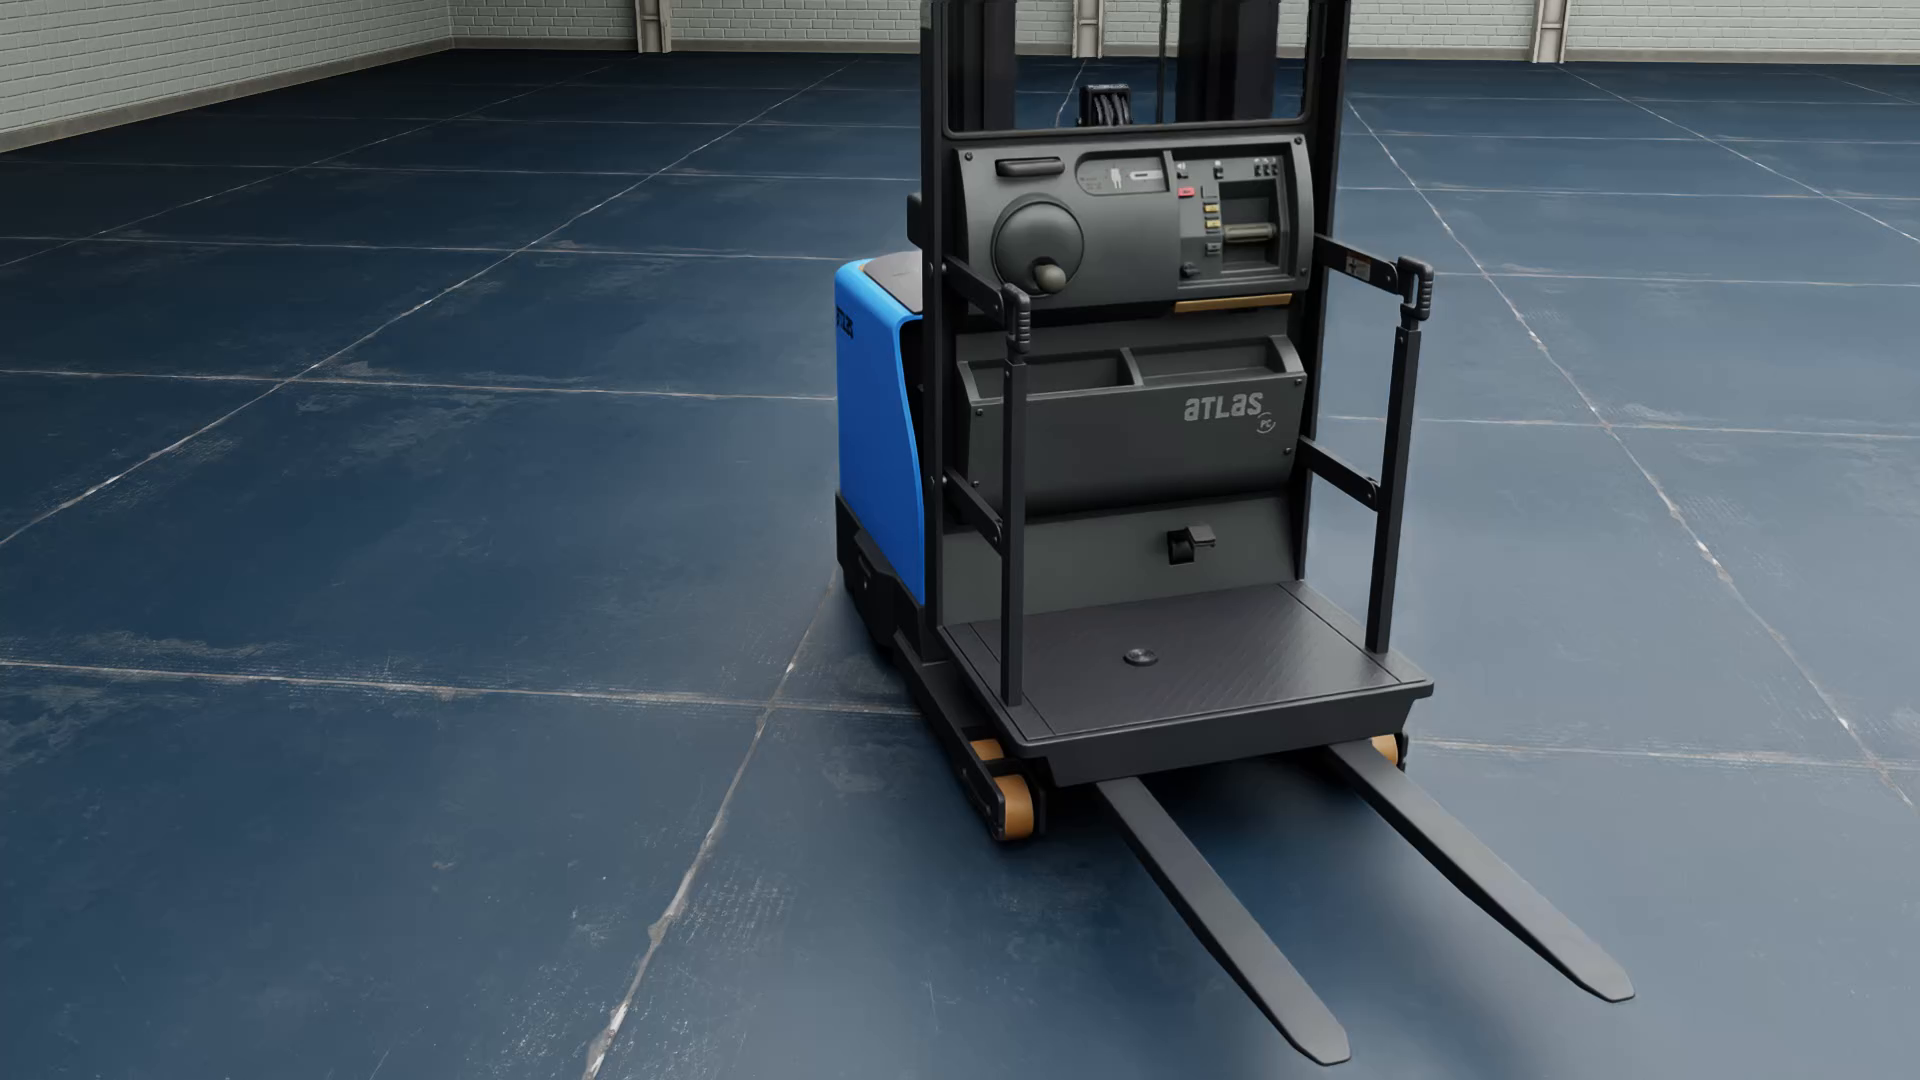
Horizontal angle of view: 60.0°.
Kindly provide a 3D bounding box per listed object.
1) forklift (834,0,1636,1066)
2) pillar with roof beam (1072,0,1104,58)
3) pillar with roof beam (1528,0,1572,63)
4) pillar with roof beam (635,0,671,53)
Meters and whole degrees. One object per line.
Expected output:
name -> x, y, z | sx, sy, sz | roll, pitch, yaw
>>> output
forklift -> 0.514, -0.788, 3.945 | 1.130, 2.935, 3.031 | -7, 22, -16
pillar with roof beam -> 1.214, -9.144, 16.830 | 0.400, 9.000, 9.100 | 2, 22, 6
pillar with roof beam -> 7.172, -8.885, 16.174 | 0.400, 9.000, 9.100 | 2, 22, 6
pillar with roof beam -> -4.745, -9.404, 17.487 | 0.400, 9.000, 9.100 | 2, 22, 6
